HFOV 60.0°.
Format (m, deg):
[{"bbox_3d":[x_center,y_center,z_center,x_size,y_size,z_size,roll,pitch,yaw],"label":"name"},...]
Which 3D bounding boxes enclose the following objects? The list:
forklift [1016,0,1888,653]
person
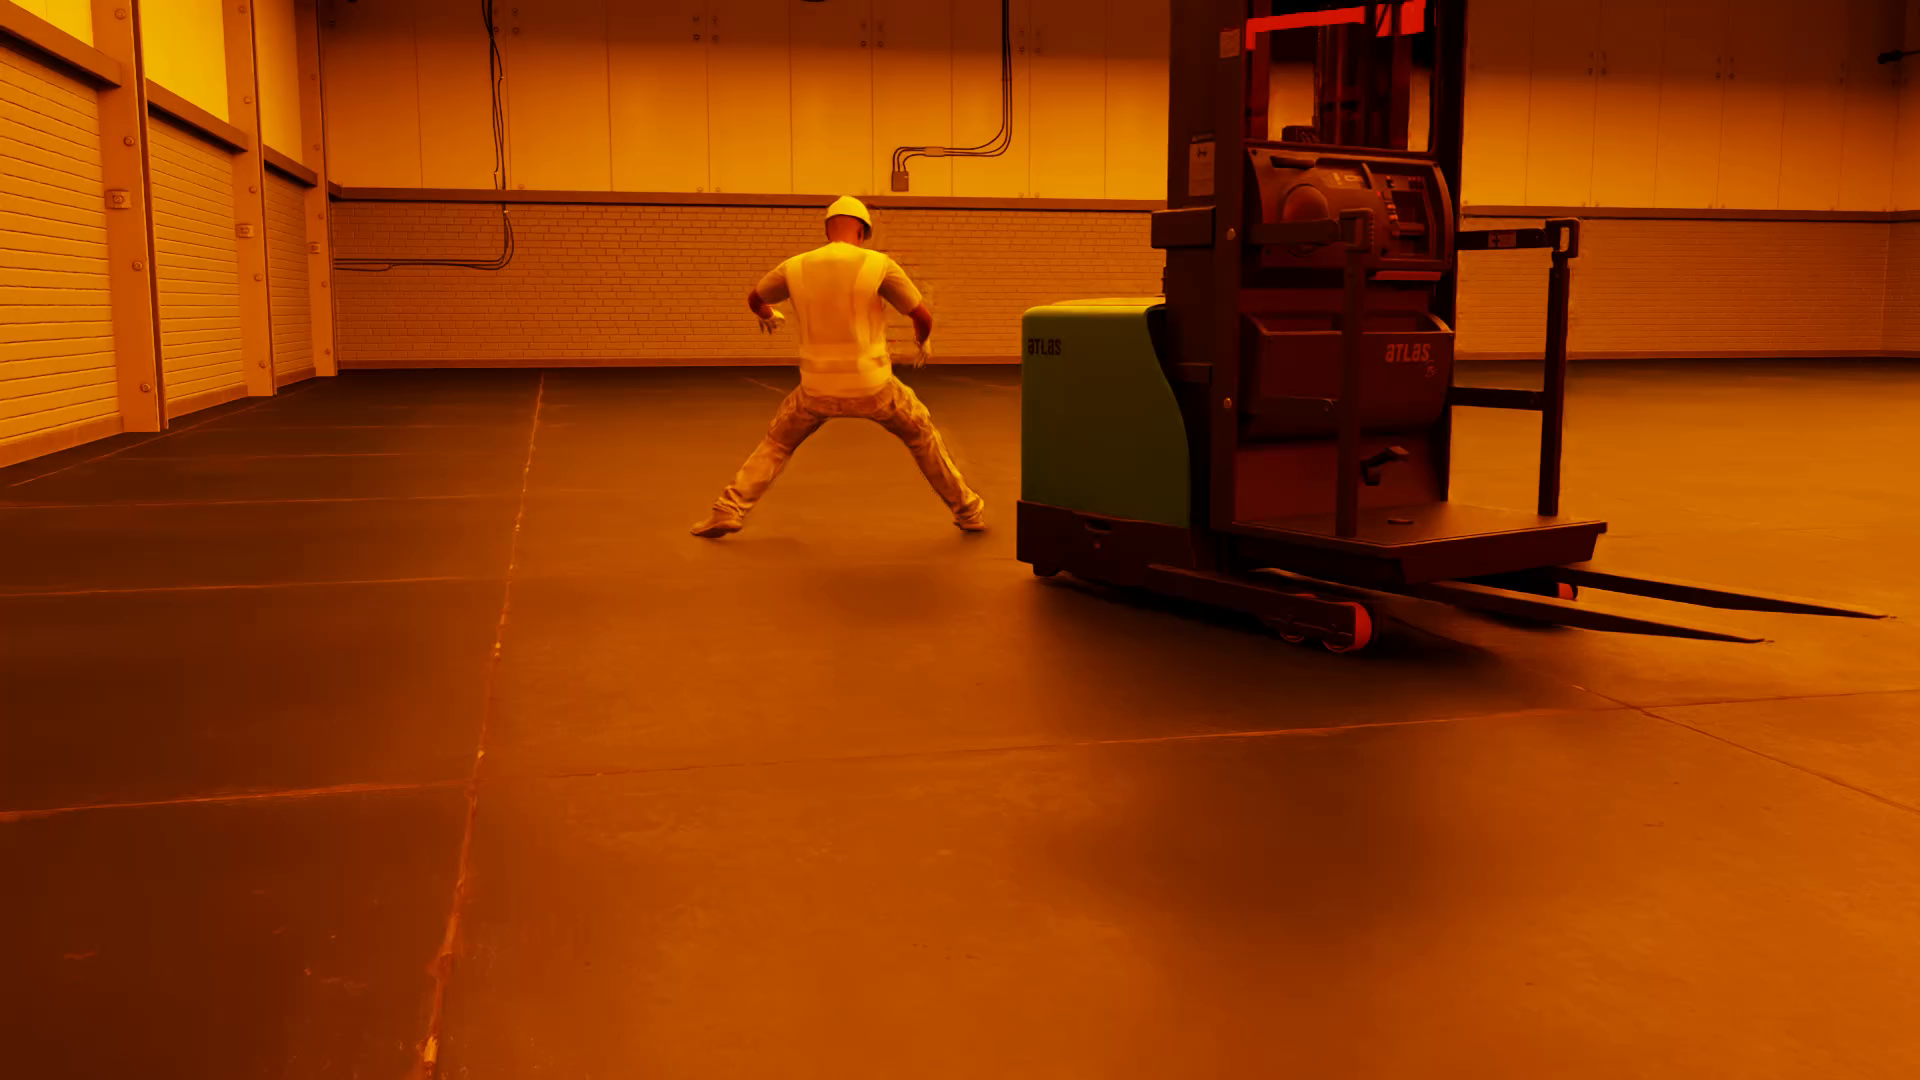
[{"bbox_3d":[1.463,-1.172,5.512,1.130,2.935,3.031,-5,10,-33],"label":"forklift"},{"bbox_3d":[-0.557,-0.812,7.816,1.274,1.573,0.948,2,8,13],"label":"person"}]
